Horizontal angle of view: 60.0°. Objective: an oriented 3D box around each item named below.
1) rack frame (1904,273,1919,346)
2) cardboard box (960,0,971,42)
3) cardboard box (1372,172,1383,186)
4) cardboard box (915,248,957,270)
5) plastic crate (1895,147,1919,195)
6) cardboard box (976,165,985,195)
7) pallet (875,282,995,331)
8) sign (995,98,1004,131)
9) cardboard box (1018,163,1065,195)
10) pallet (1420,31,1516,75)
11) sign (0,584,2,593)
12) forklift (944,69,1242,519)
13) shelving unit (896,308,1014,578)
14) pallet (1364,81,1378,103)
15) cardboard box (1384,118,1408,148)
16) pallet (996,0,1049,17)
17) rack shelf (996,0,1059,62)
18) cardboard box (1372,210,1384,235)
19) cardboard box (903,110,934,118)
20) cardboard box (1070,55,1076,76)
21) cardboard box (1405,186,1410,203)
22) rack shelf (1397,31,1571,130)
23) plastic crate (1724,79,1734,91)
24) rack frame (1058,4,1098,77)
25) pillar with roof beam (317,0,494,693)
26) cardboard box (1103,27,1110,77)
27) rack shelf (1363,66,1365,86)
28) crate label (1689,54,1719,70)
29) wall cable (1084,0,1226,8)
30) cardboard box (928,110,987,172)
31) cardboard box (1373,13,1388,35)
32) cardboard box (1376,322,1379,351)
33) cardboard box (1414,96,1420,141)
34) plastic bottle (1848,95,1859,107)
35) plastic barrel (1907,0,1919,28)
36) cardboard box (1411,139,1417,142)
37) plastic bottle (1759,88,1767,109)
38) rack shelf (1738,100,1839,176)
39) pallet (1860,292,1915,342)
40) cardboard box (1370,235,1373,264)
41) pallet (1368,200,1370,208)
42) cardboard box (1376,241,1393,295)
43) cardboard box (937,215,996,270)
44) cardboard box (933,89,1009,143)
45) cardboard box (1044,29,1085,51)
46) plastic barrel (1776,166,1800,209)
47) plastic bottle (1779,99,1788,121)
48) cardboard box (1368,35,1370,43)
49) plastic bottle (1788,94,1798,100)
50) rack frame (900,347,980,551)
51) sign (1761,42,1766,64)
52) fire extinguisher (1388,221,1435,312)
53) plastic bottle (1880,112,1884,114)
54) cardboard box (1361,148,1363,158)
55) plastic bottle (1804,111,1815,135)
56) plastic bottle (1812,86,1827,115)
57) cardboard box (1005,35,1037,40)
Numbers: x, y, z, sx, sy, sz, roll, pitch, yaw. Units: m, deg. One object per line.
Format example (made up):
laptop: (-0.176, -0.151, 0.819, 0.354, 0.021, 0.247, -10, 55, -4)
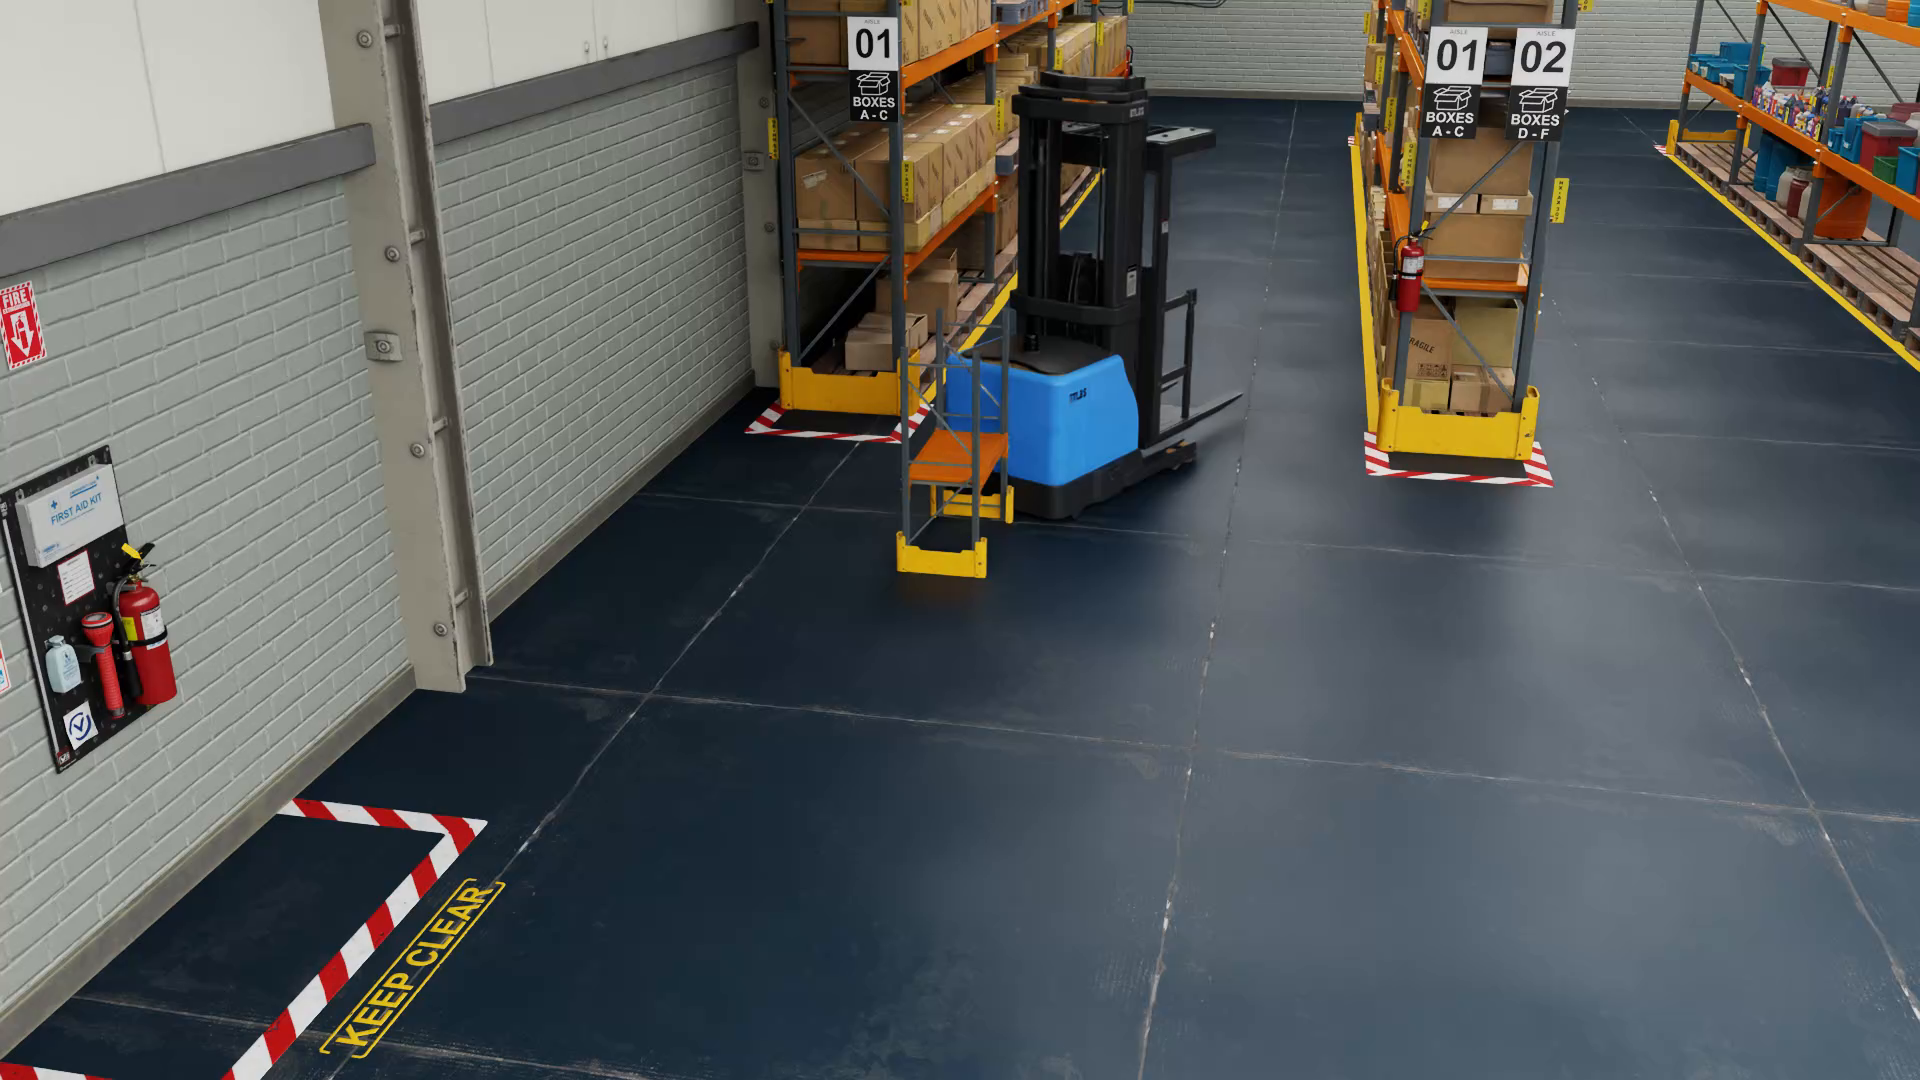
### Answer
rack frame: (9.562, -3.206, 15.298, 1.000, 3.000, 0.127, 4, 22, 11)
cardboard box: (-0.190, -4.815, 15.118, 0.500, 0.500, 0.500, 4, 22, 9)
cardboard box: (5.491, -4.452, 21.150, 0.500, 0.500, 0.500, 5, 23, 13)
cardboard box: (-0.309, -2.623, 16.608, 0.500, 0.500, 0.500, 3, 22, 7)
plastic crate: (9.482, -3.626, 16.362, 0.392, 0.384, 0.575, 4, 22, 11)
cardboard box: (-0.047, -3.523, 16.260, 0.500, 0.250, 0.500, 5, 22, 11)
pallet: (-0.239, -2.419, 17.078, 1.003, 0.211, 1.213, 4, 22, 11)
sign: (0.396, -4.324, 16.916, 0.100, 0.325, 0.005, 4, 22, 11)
cardboard box: (0.958, -4.881, 21.772, 0.750, 0.750, 0.750, 4, 22, 10)
pallet: (4.067, -3.729, 12.700, 1.003, 0.211, 1.213, 4, 22, 11)
sign: (-3.627, 0.206, 6.070, 0.001, 0.109, 0.331, 4, 22, 11)
forklift: (1.166, -1.991, 12.375, 1.130, 2.935, 3.031, 16, 27, 34)
shelving unit: (-0.018, -0.667, 11.001, 0.587, 1.500, 1.083, 5, 22, 11)
pallet: (6.076, -6.138, 22.835, 1.003, 0.211, 1.213, 4, 22, 11)
cardboard box: (5.157, -4.694, 19.113, 0.500, 0.311, 0.500, 4, 22, 10)
pallet: (0.302, -5.863, 18.131, 1.213, 0.211, 1.003, 4, 22, 11)
rack shelf: (0.271, -5.750, 18.564, 1.077, 0.370, 4.000, 4, 22, 11)
cardboard box: (4.826, -3.491, 18.374, 0.500, 0.311, 0.500, 4, 22, 10)
cardboard box: (-0.546, -3.904, 16.202, 0.500, 0.500, 0.500, 4, 22, 11)
cardboard box: (1.247, -6.148, 22.045, 0.500, 0.500, 0.500, 4, 22, 11)
cardboard box: (4.629, -3.468, 15.817, 0.700, 0.500, 0.500, 4, 22, 10)
rack shelf: (4.305, -3.911, 13.997, 1.077, 0.370, 4.000, 4, 22, 11)
plastic crate: (11.160, -6.462, 23.671, 0.437, 0.125, 0.590, 4, 22, 11)
rack frame: (1.496, -6.887, 24.438, 1.000, 3.000, 0.127, 4, 22, 11)
pillar with roof beam: (1.333, -3.080, 6.957, 9.100, 9.000, 0.400, 4, 22, 11)
cardboard box: (1.777, -7.490, 25.534, 0.980, 0.700, 0.700, 4, 22, 10)
rack shelf: (6.754, -6.908, 25.455, 1.077, 0.370, 4.000, 4, 22, 11)
crate label: (11.638, -7.479, 26.054, 0.416, 0.233, 0.303, 4, 22, 11)
wall cable: (3.816, -11.733, 32.598, 3.097, 2.526, 0.112, 4, 22, 11)
cardboard box: (-0.027, -3.869, 16.116, 0.500, 0.500, 0.500, 4, 22, 11)
cardboard box: (6.297, -7.413, 24.273, 0.500, 0.500, 0.500, 4, 22, 10)
cardboard box: (4.012, -1.809, 14.950, 0.500, 0.250, 0.500, 4, 22, 11)
cardboard box: (4.527, -3.885, 15.115, 0.700, 0.500, 0.500, 4, 22, 11)
plastic bottle: (11.102, -5.345, 20.675, 0.144, 0.351, 0.185, 4, 22, 11)
plastic barrel: (9.720, -5.511, 16.335, 0.600, 0.901, 0.708, 4, 22, 11)
cardboard box: (4.315, -3.566, 15.191, 0.380, 0.149, 0.250, 4, 22, 10)
plastic bottle: (10.649, -5.842, 22.017, 0.097, 0.271, 0.097, 0, 22, 0)
rack shelf: (10.786, -5.066, 20.881, 1.077, 0.370, 4.000, 4, 22, 11)
pallet: (9.684, -2.203, 16.540, 1.003, 0.211, 1.213, 4, 22, 11)
cardboard box: (4.828, -3.236, 18.492, 0.500, 0.250, 0.500, 5, 22, 12)
pallet: (5.970, -4.469, 22.168, 1.003, 0.211, 1.213, 4, 22, 11)
cardboard box: (4.218, -2.523, 15.717, 0.500, 0.500, 0.500, 4, 22, 11)
cardboard box: (-0.003, -3.276, 18.230, 0.700, 0.500, 0.500, 5, 23, 13)
cardboard box: (0.121, -4.599, 18.035, 0.700, 0.500, 0.500, 7, 23, 16)
cardboard box: (1.433, -6.865, 22.822, 0.500, 0.250, 0.500, 5, 22, 12)
plastic barrel: (10.719, -4.516, 21.320, 0.421, 0.512, 0.421, 0, 22, 0)
plastic bottle: (10.420, -5.432, 20.999, 0.097, 0.271, 0.097, 0, 22, 0)
cardboard box: (6.813, -7.878, 26.765, 0.500, 0.500, 0.500, 5, 22, 12)
plastic bottle: (10.687, -5.584, 21.368, 0.152, 0.276, 0.135, 4, 22, 11)
rack frame: (-0.124, -0.478, 10.531, 0.500, 1.500, 0.032, 5, 22, 11)
sign: (12.552, -7.634, 26.076, 0.100, 0.325, 0.005, 4, 22, 11)
fire extinguisher: (3.418, -2.078, 12.602, 0.296, 0.674, 0.183, 4, 22, 11)
plastic bottle: (10.949, -4.963, 19.818, 0.061, 0.283, 0.133, 4, 22, 11)
cardboard box: (6.202, -5.764, 24.877, 0.380, 0.149, 0.250, 4, 22, 11)
plastic bottle: (10.171, -4.986, 19.891, 0.097, 0.271, 0.097, 0, 22, 0)
plastic bottle: (11.148, -5.691, 21.535, 0.144, 0.351, 0.185, 4, 22, 11)
cardboard box: (0.735, -6.528, 21.984, 0.500, 0.250, 0.500, 4, 22, 10)
